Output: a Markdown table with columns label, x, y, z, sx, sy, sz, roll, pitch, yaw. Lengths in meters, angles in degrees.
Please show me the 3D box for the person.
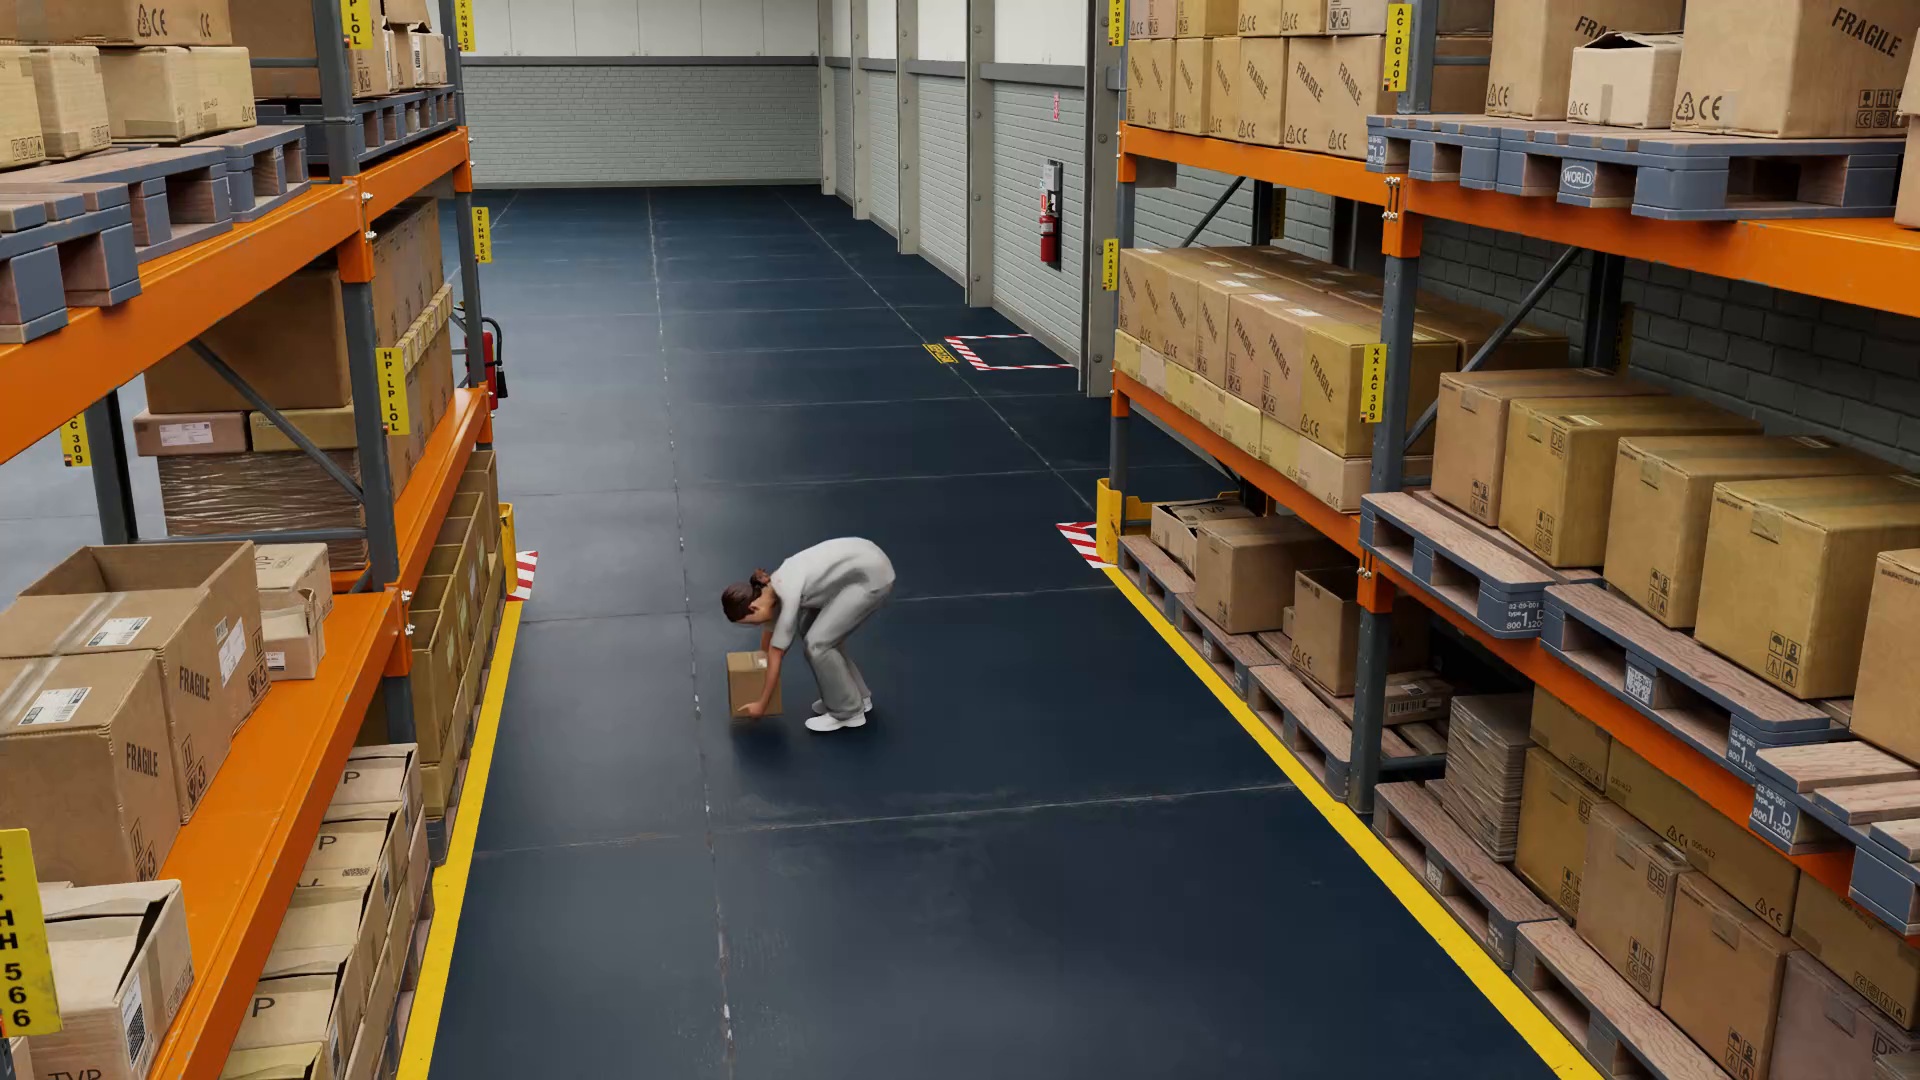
| label | x | y | z | sx | sy | sz | roll | pitch | yaw |
| --- | --- | --- | --- | --- | --- | --- | --- | --- | --- |
| person | -0.746 | 0.471 | 8.249 | 0.853 | 0.935 | 0.451 | -4 | 17 | -13 |
